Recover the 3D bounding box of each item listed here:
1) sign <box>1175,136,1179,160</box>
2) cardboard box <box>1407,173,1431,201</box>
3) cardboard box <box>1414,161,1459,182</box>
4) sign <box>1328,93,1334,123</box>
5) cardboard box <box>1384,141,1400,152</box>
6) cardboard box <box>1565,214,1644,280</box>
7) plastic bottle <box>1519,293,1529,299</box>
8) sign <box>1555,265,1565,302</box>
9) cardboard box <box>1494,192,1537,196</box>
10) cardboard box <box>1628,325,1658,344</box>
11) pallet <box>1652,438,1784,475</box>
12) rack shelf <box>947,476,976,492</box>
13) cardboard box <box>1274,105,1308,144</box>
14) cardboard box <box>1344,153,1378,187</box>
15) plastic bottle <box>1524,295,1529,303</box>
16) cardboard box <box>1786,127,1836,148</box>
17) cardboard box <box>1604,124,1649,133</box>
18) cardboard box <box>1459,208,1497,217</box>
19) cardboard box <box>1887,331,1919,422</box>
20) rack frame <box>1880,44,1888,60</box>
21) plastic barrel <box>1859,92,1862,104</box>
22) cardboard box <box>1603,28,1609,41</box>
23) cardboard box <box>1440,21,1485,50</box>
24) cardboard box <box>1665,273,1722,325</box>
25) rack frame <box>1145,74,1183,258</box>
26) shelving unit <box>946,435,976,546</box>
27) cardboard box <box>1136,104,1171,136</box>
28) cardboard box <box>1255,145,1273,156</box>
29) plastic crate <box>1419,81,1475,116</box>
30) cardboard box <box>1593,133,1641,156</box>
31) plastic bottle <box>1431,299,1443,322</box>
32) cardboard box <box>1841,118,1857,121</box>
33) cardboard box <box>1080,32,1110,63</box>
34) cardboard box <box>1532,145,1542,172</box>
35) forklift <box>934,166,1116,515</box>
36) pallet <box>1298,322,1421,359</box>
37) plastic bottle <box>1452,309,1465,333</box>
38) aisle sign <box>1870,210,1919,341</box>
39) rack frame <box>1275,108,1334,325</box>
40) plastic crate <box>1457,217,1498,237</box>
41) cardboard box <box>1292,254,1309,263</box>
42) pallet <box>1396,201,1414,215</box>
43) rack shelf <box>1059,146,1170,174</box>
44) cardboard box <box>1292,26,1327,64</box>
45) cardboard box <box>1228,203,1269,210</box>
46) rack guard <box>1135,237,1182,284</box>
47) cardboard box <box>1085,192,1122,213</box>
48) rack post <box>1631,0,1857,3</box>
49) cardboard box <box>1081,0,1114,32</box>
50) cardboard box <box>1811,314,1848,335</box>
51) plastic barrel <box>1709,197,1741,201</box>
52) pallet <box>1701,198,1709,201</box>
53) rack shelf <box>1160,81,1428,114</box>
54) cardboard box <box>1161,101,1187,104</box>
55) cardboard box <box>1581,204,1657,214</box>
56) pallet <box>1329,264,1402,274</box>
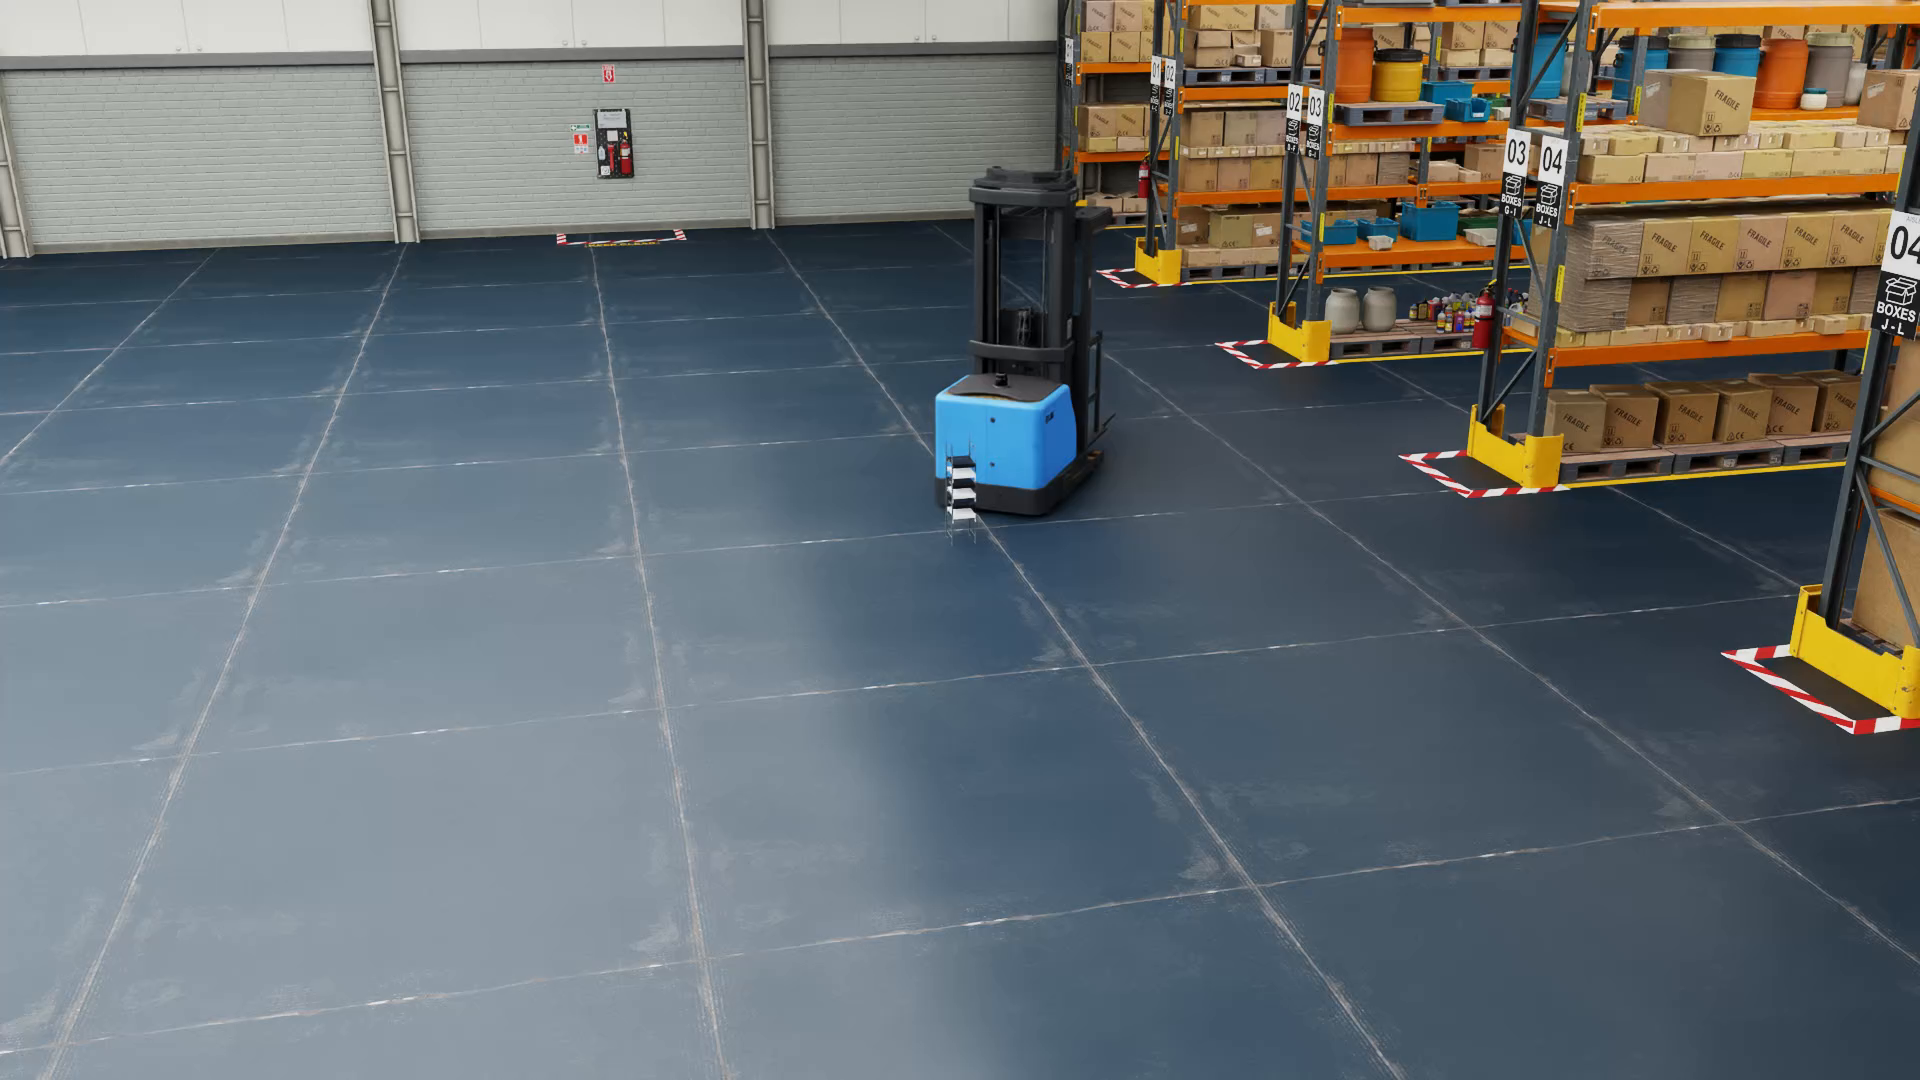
[{"bbox_3d":[3.135,-5.664,24.042,0.005,0.325,0.100,-5,21,-12],"label":"sign"},{"bbox_3d":[8.438,-6.654,31.113,0.500,0.500,0.700,-5,21,-13],"label":"cardboard box"},{"bbox_3d":[7.375,-5.706,25.749,0.500,0.250,0.500,-3,20,-9],"label":"cardboard box"},{"bbox_3d":[4.272,-4.976,19.165,0.005,0.325,0.100,-5,21,-12],"label":"sign"},{"bbox_3d":[6.450,-5.962,25.142,0.250,0.149,0.380,-5,21,-14],"label":"cardboard box"},{"bbox_3d":[5.887,-2.699,15.289,0.500,0.500,0.500,-5,21,-12],"label":"cardboard box"},{"bbox_3d":[7.323,-3.079,21.680,0.135,0.276,0.152,-4,20,-11],"label":"plastic bottle"},{"bbox_3d":[5.414,-2.315,15.015,0.005,0.325,0.100,-5,21,-12],"label":"sign"},{"bbox_3d":[10.401,-6.900,31.304,0.750,0.750,0.750,-5,21,-13],"label":"cardboard box"},{"bbox_3d":[6.354,-1.970,15.697,0.250,0.149,0.380,-5,21,-12],"label":"cardboard box"},{"bbox_3d":[7.347,-0.935,16.559,1.213,0.211,1.003,-5,21,-12],"label":"pallet"},{"bbox_3d":[0.008,-0.476,14.142,0.200,0.077,0.258,-5,21,-12],"label":"rack shelf"},{"bbox_3d":[5.010,-6.223,24.910,0.500,0.500,0.700,-5,21,-12],"label":"cardboard box"},{"bbox_3d":[5.964,-5.689,25.338,0.500,0.500,0.700,-5,21,-13],"label":"cardboard box"},{"bbox_3d":[7.348,-3.047,21.581,0.133,0.283,0.061,-5,21,-12],"label":"plastic bottle"},{"bbox_3d":[7.896,-3.744,15.452,0.250,0.149,0.380,-4,20,-10],"label":"cardboard box"},{"bbox_3d":[6.248,-3.809,15.631,0.250,0.149,0.380,-5,21,-12],"label":"cardboard box"},{"bbox_3d":[8.225,-5.103,26.455,0.500,0.311,0.500,-5,21,-13],"label":"cardboard box"},{"bbox_3d":[6.702,-1.016,10.939,0.550,0.550,0.875,-5,21,-12],"label":"cardboard box"},{"bbox_3d":[14.691,-9.173,26.274,0.127,3.000,1.000,-5,21,-12],"label":"rack frame"},{"bbox_3d":[11.706,-5.680,21.325,0.294,0.245,0.294,0,20,0],"label":"plastic barrel"},{"bbox_3d":[11.637,-9.559,30.904,0.500,0.500,0.700,-5,21,-13],"label":"cardboard box"},{"bbox_3d":[7.515,-7.646,24.983,0.500,0.500,0.500,-4,21,-12],"label":"cardboard box"},{"bbox_3d":[6.786,-2.416,15.971,0.500,0.500,0.875,-5,21,-12],"label":"cardboard box"},{"bbox_3d":[3.013,-5.406,24.713,0.127,3.000,1.000,-5,21,-12],"label":"rack frame"},{"bbox_3d":[0.008,-0.423,14.162,0.210,0.900,0.258,-5,21,-12],"label":"shelving unit"},{"bbox_3d":[3.391,-7.367,29.164,0.500,0.500,0.500,-5,21,-14],"label":"cardboard box"},{"bbox_3d":[4.449,-5.799,24.697,0.250,0.149,0.380,-5,21,-14],"label":"cardboard box"},{"bbox_3d":[5.936,-5.401,20.360,0.575,0.384,0.392,-5,21,-12],"label":"plastic crate"},{"bbox_3d":[5.885,-3.548,14.917,0.250,0.149,0.380,-4,21,-11],"label":"cardboard box"},{"bbox_3d":[6.113,-2.947,21.307,0.133,0.283,0.061,-5,21,-12],"label":"plastic bottle"},{"bbox_3d":[8.795,-4.010,16.177,0.250,0.149,0.380,-5,21,-14],"label":"cardboard box"},{"bbox_3d":[2.253,-8.472,28.546,0.500,0.500,0.500,-4,21,-11],"label":"cardboard box"},{"bbox_3d":[5.700,-3.551,15.506,0.500,0.250,0.500,-4,21,-11],"label":"cardboard box"},{"bbox_3d":[0.769,-2.066,15.693,1.130,2.935,3.031,8,21,20],"label":"forklift"},{"bbox_3d":[5.004,-2.523,20.895,1.213,0.211,1.003,-5,21,-12],"label":"pallet"},{"bbox_3d":[6.210,-2.730,20.717,0.133,0.283,0.061,-4,21,-12],"label":"plastic bottle"},{"bbox_3d":[6.194,-1.737,10.917,0.004,0.787,0.394,-5,21,-12],"label":"aisle sign"},{"bbox_3d":[4.150,-3.748,20.186,0.127,3.000,1.000,-5,21,-12],"label":"rack frame"},{"bbox_3d":[6.656,-3.952,21.051,0.662,0.188,0.450,-5,21,-12],"label":"plastic crate"},{"bbox_3d":[5.047,-4.399,25.349,0.500,0.250,0.500,-5,21,-12],"label":"cardboard box"},{"bbox_3d":[7.709,-6.231,31.019,1.213,0.211,1.003,-5,21,-12],"label":"pallet"},{"bbox_3d":[3.816,-6.885,29.795,4.000,0.370,1.077,-5,21,-12],"label":"rack shelf"},{"bbox_3d":[5.274,-7.355,24.707,0.637,0.503,0.797,-2,20,-6],"label":"cardboard box"},{"bbox_3d":[4.437,-4.891,25.602,0.500,0.500,0.500,-5,21,-12],"label":"cardboard box"},{"bbox_3d":[2.990,-4.231,25.138,0.348,0.500,1.175,-5,21,-12],"label":"rack guard"},{"bbox_3d":[2.564,-6.033,29.693,0.500,0.311,0.500,-7,21,-19],"label":"cardboard box"},{"bbox_3d":[9.939,-7.160,20.488,3.121,1.000,1.013,-5,21,-12],"label":"rack post"},{"bbox_3d":[2.301,-8.948,28.391,0.500,0.500,0.500,-6,21,-16],"label":"cardboard box"},{"bbox_3d":[8.320,-2.100,16.052,0.250,0.149,0.380,-5,21,-12],"label":"cardboard box"},{"bbox_3d":[9.738,-4.189,21.191,0.433,0.535,0.433,0,20,0],"label":"plastic barrel"},{"bbox_3d":[14.306,-6.739,32.404,1.213,0.211,1.003,-5,21,-12],"label":"pallet"},{"bbox_3d":[4.960,-6.635,24.753,4.000,0.370,1.077,-5,21,-12],"label":"rack shelf"},{"bbox_3d":[3.764,-7.583,29.752,0.500,0.500,0.500,-4,21,-12],"label":"cardboard box"},{"bbox_3d":[6.253,-2.914,15.877,0.500,0.500,0.500,-5,21,-12],"label":"cardboard box"},{"bbox_3d":[6.122,-4.365,25.923,1.213,0.211,1.003,-5,21,-12],"label":"pallet"}]
